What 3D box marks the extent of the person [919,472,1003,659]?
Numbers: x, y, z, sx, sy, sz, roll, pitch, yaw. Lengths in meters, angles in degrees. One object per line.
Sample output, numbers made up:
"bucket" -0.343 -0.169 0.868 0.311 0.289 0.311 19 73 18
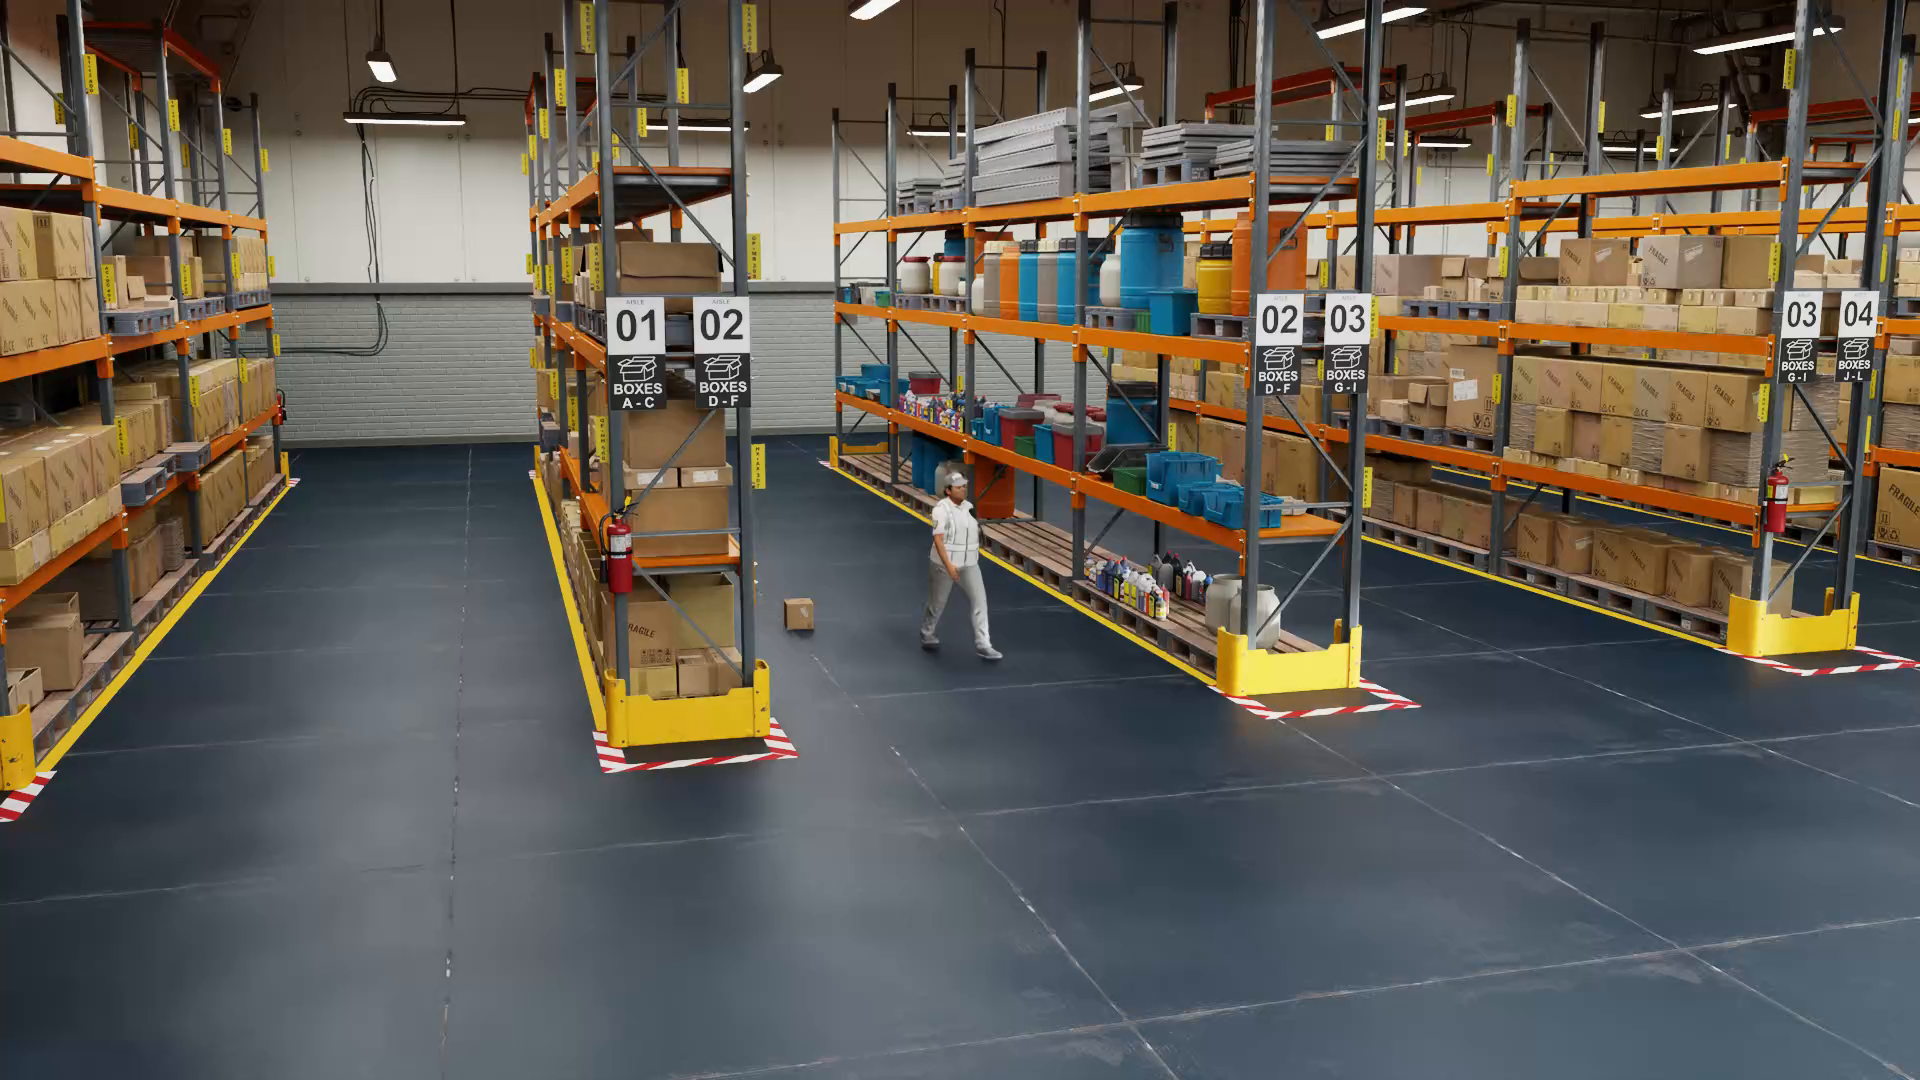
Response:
"person" -0.036 0.208 14.620 0.469 1.606 1.019 -6 11 -32
